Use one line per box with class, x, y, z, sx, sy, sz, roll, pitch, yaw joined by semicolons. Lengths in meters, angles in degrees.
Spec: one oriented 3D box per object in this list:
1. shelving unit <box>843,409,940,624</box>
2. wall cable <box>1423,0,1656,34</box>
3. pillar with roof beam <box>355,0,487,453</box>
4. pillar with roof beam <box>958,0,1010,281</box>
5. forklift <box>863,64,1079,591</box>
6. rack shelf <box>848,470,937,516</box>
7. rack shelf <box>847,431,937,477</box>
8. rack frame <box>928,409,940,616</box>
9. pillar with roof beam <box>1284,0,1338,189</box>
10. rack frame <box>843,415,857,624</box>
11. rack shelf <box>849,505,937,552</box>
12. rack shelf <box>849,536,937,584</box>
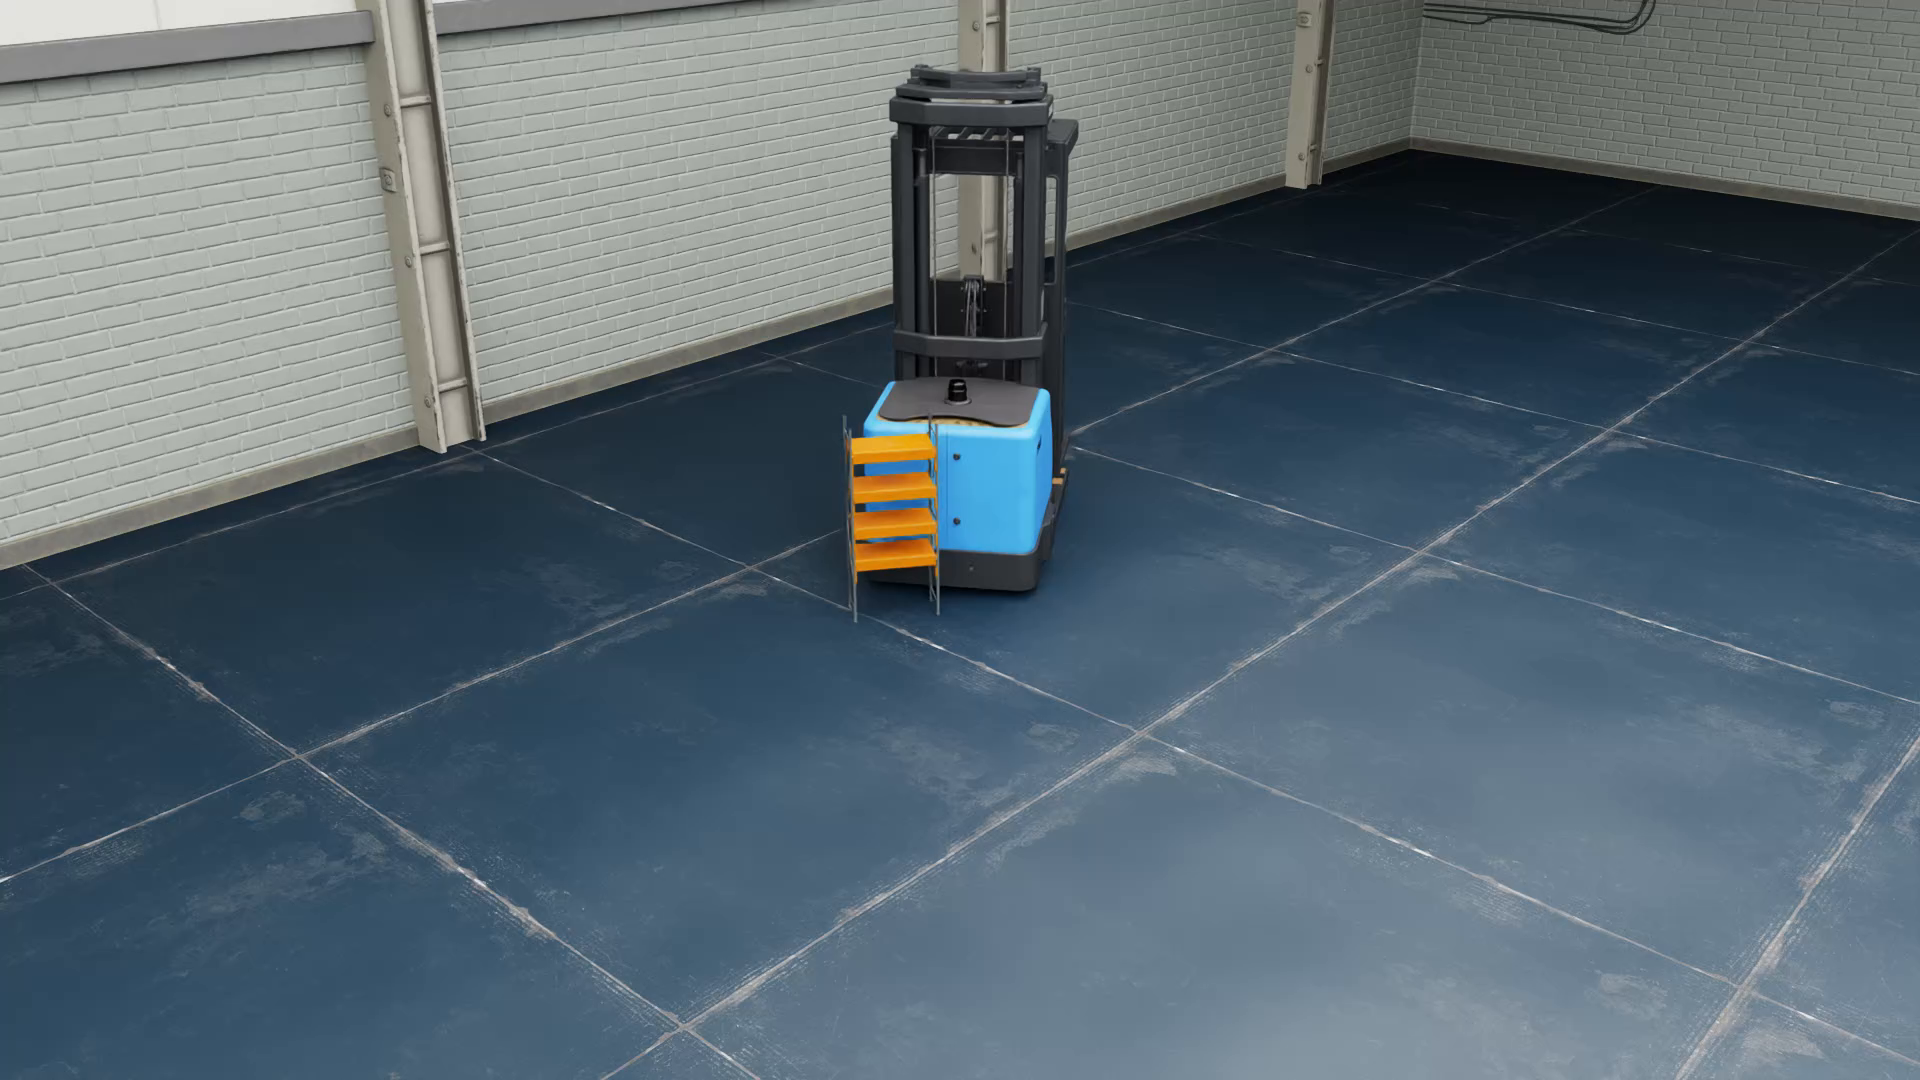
shelving unit;-0.390;-0.128;9.569;0.503;1.200;0.258;-5;25;-10
wall cable;7.179;-7.616;20.532;3.097;2.526;0.112;20;31;38
pillar with roof beam;-0.575;-3.665;7.925;9.100;9.000;0.400;20;31;38
pillar with roof beam;3.429;-5.493;12.002;9.100;9.000;0.400;20;31;38
forklift;0.157;-1.606;10.750;1.130;2.935;3.031;4;24;8
rack shelf;-0.390;-0.271;9.505;0.480;0.148;0.258;-5;25;-10
rack shelf;-0.391;-0.487;9.408;0.480;0.148;0.258;-5;25;-10
rack frame;-0.151;-0.148;9.613;0.015;1.200;0.240;-5;25;-10
pillar with roof beam;7.434;-7.321;16.079;9.100;9.000;0.400;20;31;38
rack frame;-0.630;-0.108;9.525;0.015;1.200;0.240;-5;25;-10
rack shelf;-0.390;-0.067;9.596;0.480;0.148;0.258;-5;25;-10
rack shelf;-0.390;0.114;9.678;0.480;0.148;0.258;-5;25;-10
